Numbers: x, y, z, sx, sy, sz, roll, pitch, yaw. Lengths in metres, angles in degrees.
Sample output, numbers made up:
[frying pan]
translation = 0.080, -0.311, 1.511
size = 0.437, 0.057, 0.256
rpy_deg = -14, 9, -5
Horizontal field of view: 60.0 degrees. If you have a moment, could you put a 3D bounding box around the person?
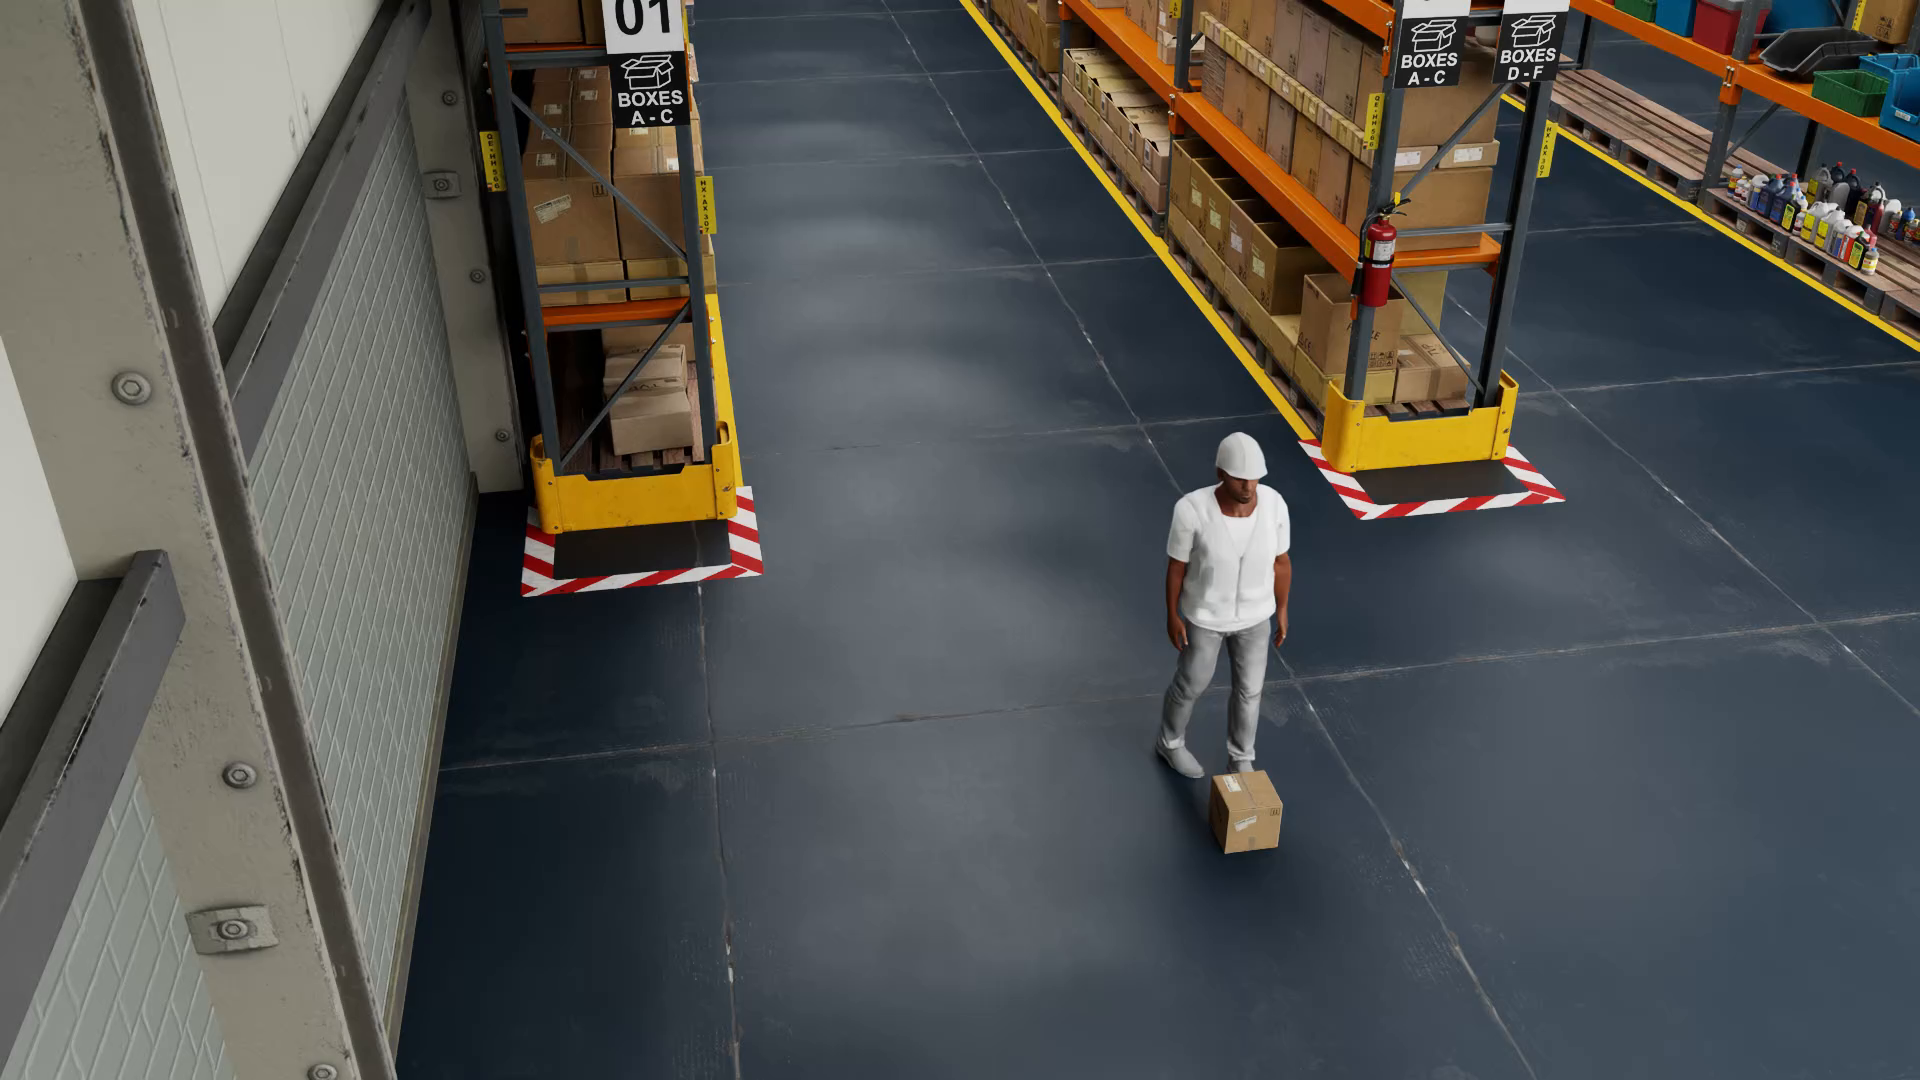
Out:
[person]
translation = 1.221, 0.355, 7.530
size = 0.577, 1.788, 0.489
rpy_deg = -4, 31, -7
